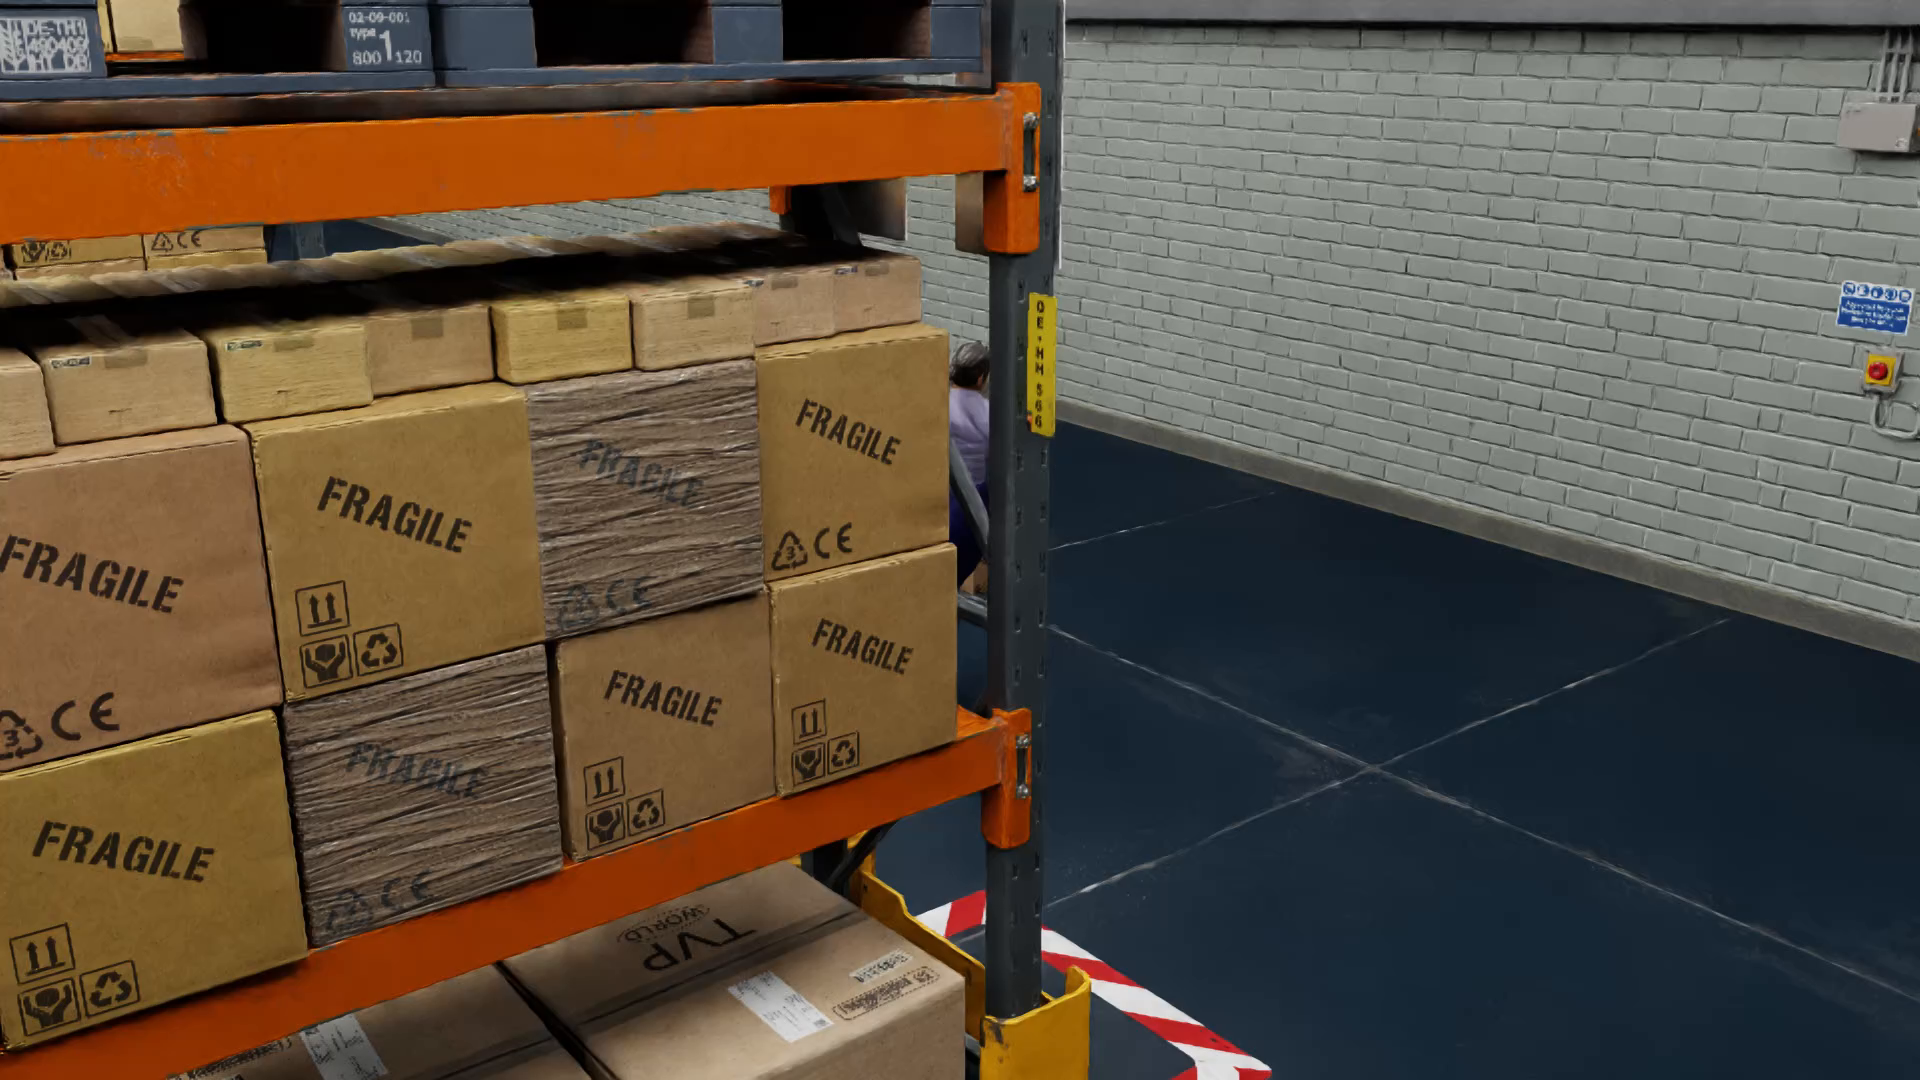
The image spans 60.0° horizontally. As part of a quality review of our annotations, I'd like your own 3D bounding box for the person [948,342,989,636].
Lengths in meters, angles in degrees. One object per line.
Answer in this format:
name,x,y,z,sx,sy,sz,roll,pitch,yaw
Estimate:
person,-0.070,-0.072,7.359,0.561,1.625,0.501,-11,21,-31
